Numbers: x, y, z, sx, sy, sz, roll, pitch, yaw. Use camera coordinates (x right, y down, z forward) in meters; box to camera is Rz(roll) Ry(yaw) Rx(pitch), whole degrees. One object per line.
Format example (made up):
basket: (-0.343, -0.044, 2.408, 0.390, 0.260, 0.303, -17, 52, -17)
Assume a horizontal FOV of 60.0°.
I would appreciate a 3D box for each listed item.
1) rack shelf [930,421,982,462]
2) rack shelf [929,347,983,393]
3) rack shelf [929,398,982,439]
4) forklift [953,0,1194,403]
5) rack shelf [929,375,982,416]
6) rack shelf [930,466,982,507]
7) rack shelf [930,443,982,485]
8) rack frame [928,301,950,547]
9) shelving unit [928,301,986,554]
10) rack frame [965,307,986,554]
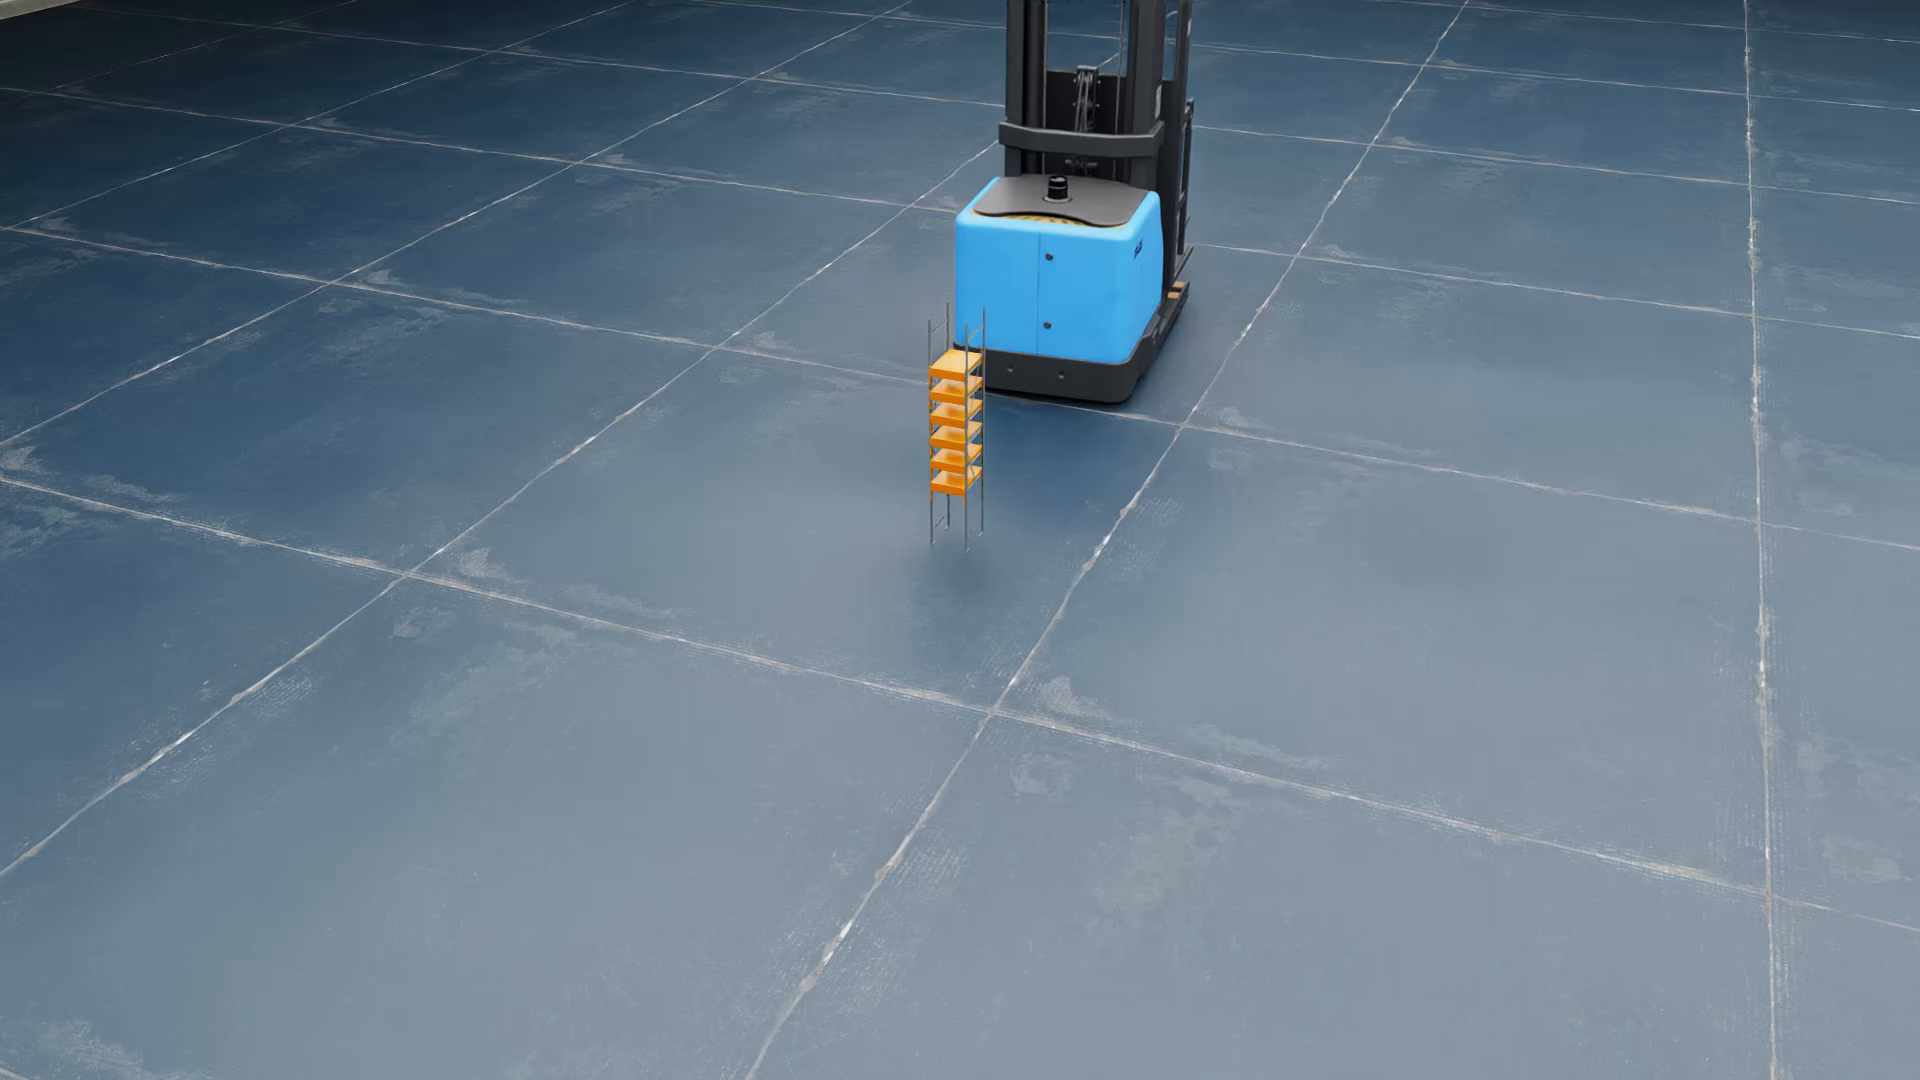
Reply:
rack shelf: (-0.013, -0.486, 7.981, 0.180, 0.103, 0.258, 11, 31, 19)
rack shelf: (-0.013, -0.800, 7.804, 0.180, 0.103, 0.258, 11, 31, 19)
rack shelf: (-0.013, -0.591, 7.922, 0.180, 0.103, 0.258, 11, 31, 19)
forklift: (0.882, -2.771, 10.174, 1.130, 2.935, 3.031, 9, 31, 15)
rack shelf: (-0.013, -0.695, 7.863, 0.180, 0.103, 0.258, 11, 31, 19)
rack shelf: (-0.013, -0.277, 8.099, 0.180, 0.103, 0.258, 11, 31, 19)
rack shelf: (-0.013, -0.382, 8.040, 0.180, 0.103, 0.258, 11, 31, 19)
rack frame: (-0.098, -0.542, 7.989, 0.006, 1.200, 0.240, 11, 31, 19)
shelving unit: (-0.013, -0.525, 7.959, 0.189, 1.200, 0.258, 11, 31, 19)
rack frame: (0.071, -0.508, 7.930, 0.006, 1.200, 0.240, 11, 31, 19)
